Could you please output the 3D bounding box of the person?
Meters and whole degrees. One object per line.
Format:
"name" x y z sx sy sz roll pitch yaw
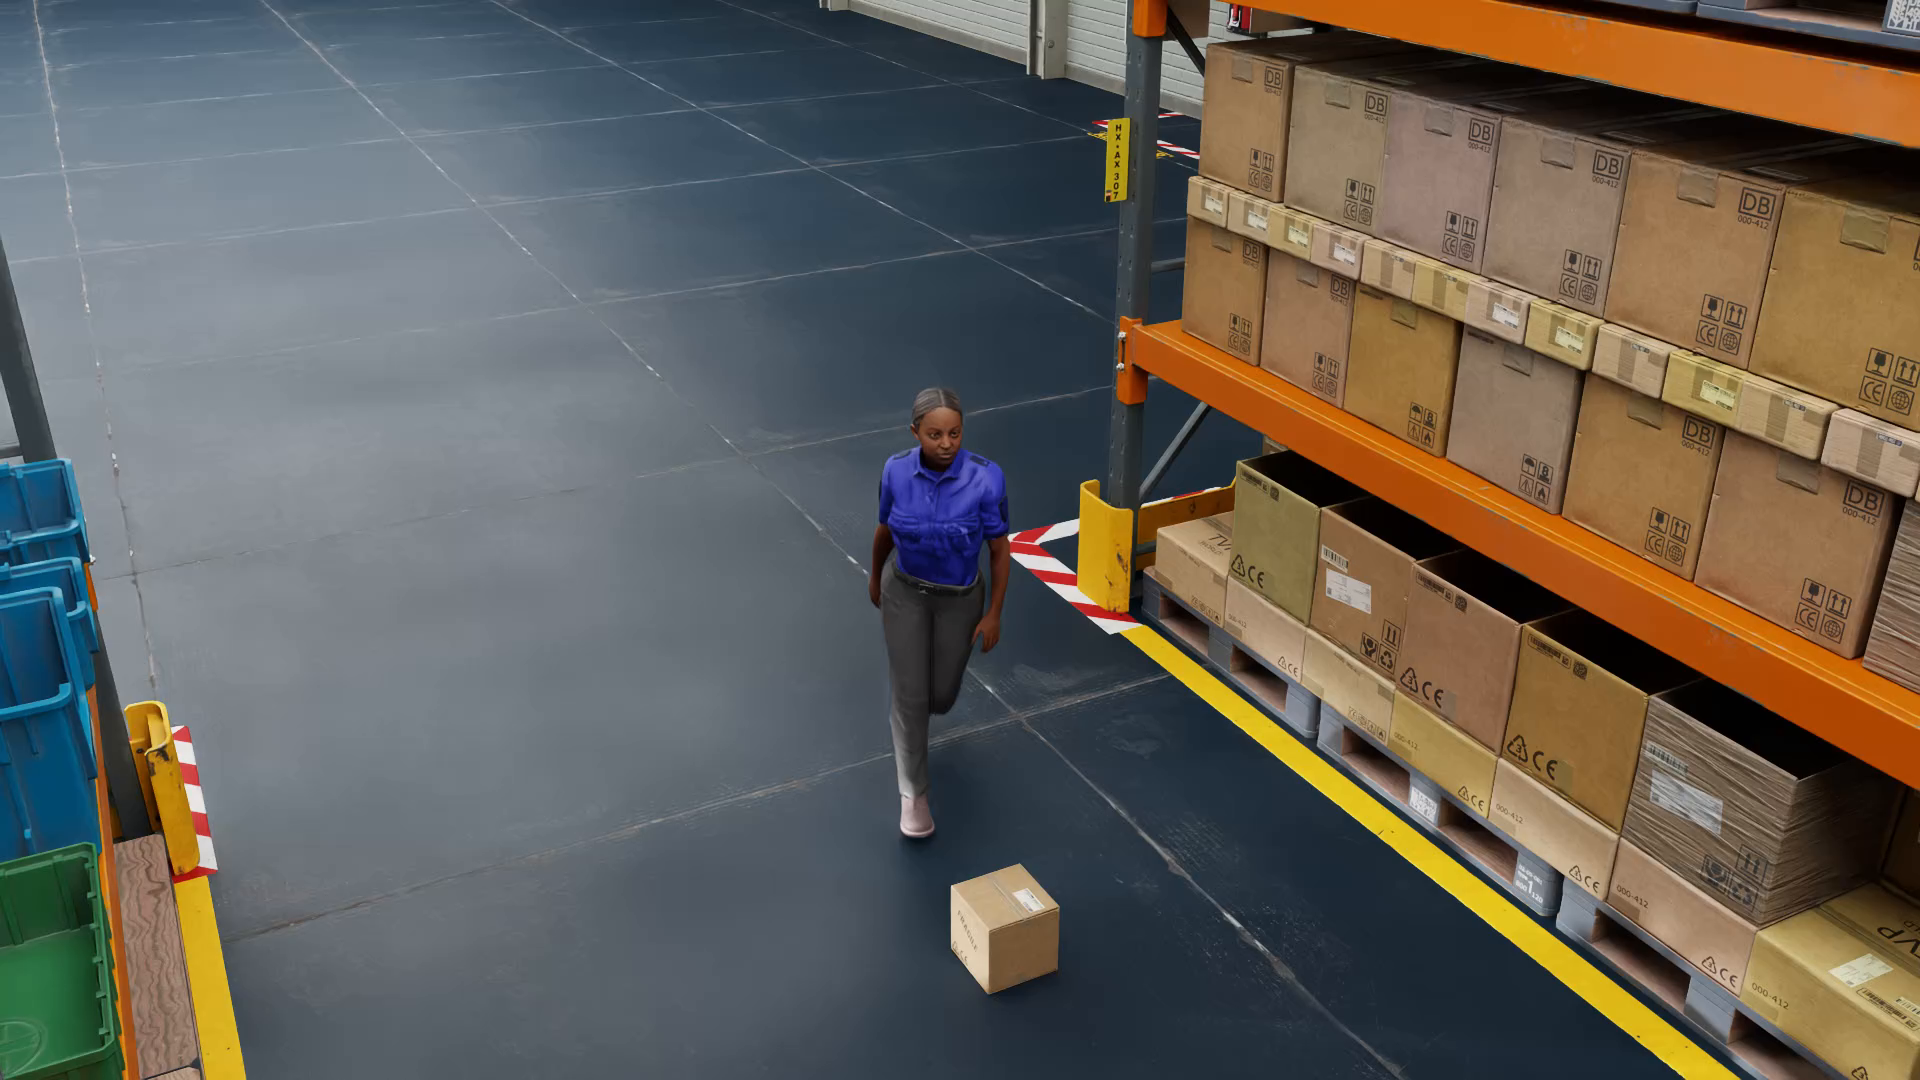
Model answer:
"person" -0.076 0.183 5.773 0.529 1.595 0.758 4 26 7
